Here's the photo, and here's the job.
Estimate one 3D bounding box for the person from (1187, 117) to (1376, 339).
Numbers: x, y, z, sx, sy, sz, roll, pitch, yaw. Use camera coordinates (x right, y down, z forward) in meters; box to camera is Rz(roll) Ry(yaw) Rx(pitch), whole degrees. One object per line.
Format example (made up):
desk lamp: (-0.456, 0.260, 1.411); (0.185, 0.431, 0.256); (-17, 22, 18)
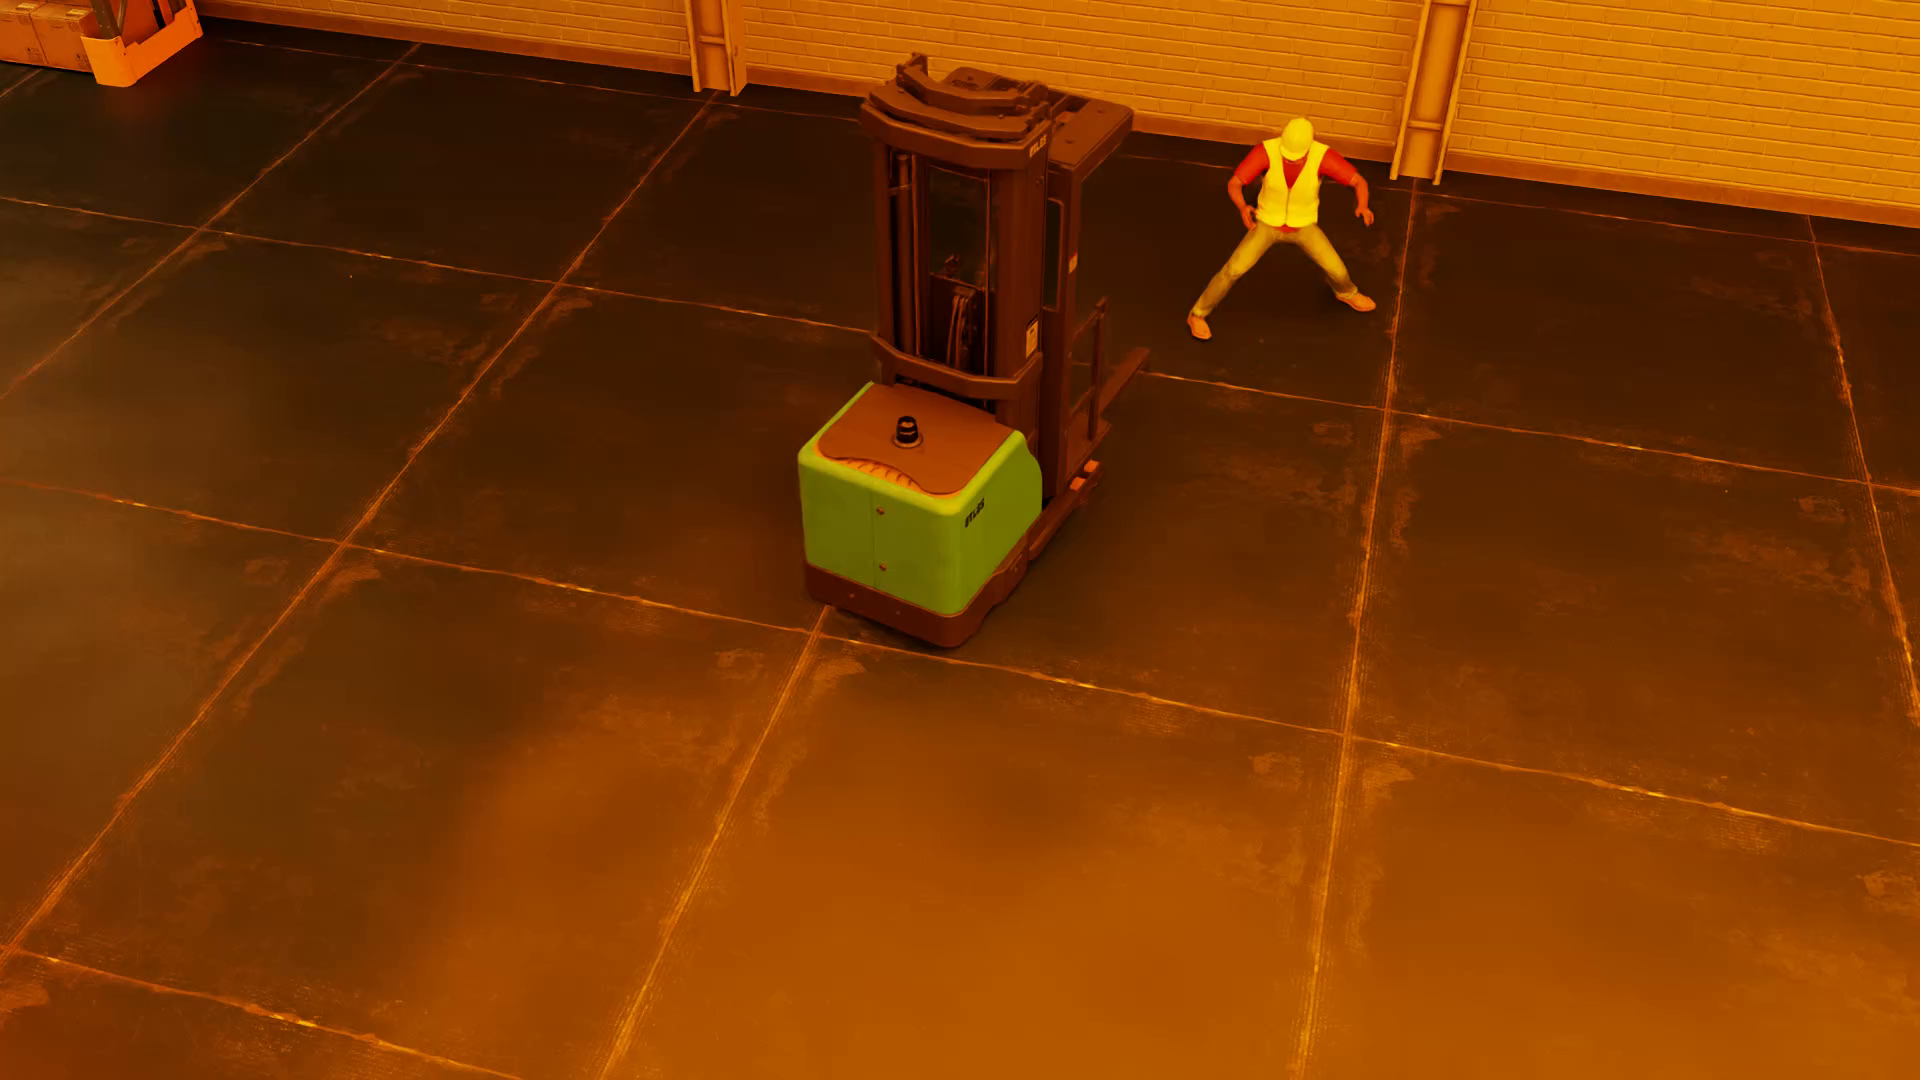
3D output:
person: (2.285, -2.127, 11.344); (1.312, 1.539, 0.724); (7, 42, 8)

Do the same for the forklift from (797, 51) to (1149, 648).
forklift: (0.253, -1.461, 9.529); (1.130, 2.935, 3.031); (20, 45, 21)
